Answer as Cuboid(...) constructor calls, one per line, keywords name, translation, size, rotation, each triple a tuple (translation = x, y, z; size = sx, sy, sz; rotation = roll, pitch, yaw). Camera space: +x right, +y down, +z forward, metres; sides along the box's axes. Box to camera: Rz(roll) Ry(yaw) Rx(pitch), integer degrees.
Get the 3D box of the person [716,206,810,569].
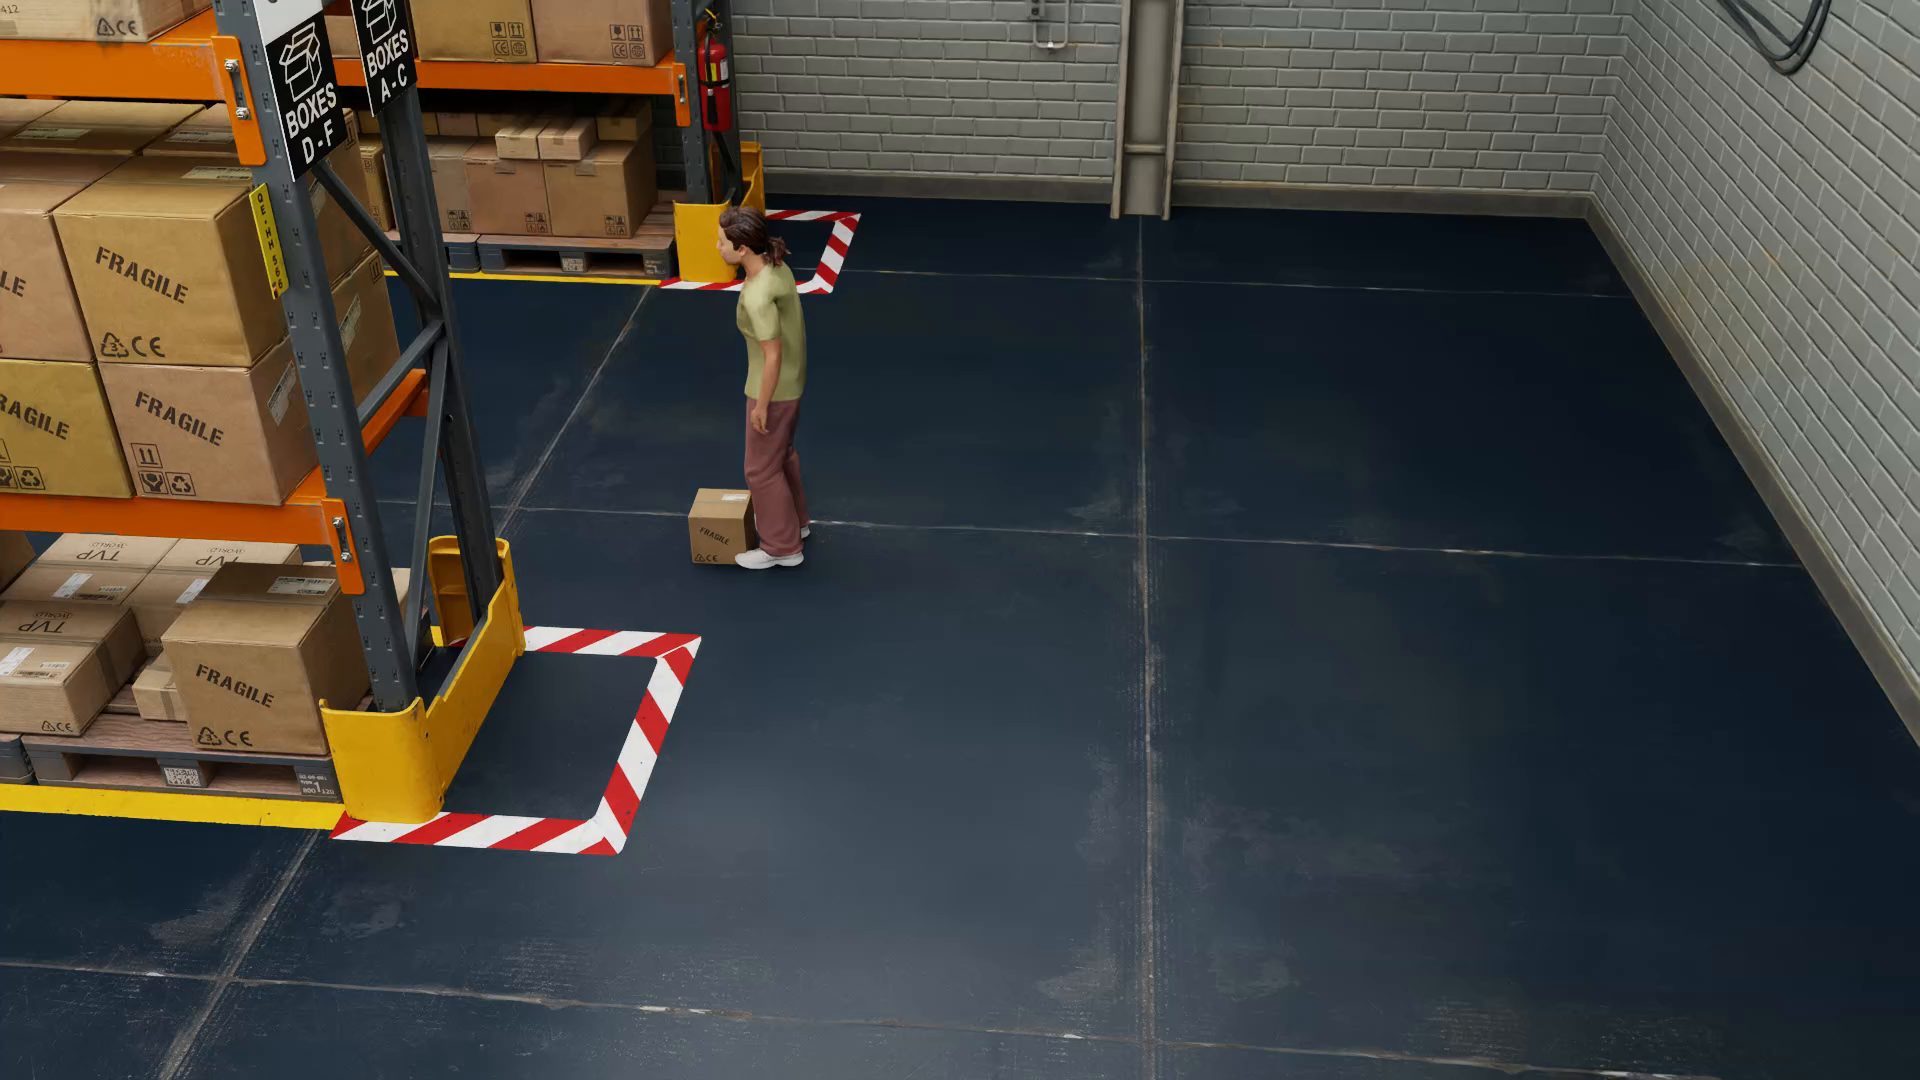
Cuboid(name="person", translation=(-0.835, -0.654, 7.181), size=(0.359, 1.672, 0.521), rotation=(1, 32, 1))
